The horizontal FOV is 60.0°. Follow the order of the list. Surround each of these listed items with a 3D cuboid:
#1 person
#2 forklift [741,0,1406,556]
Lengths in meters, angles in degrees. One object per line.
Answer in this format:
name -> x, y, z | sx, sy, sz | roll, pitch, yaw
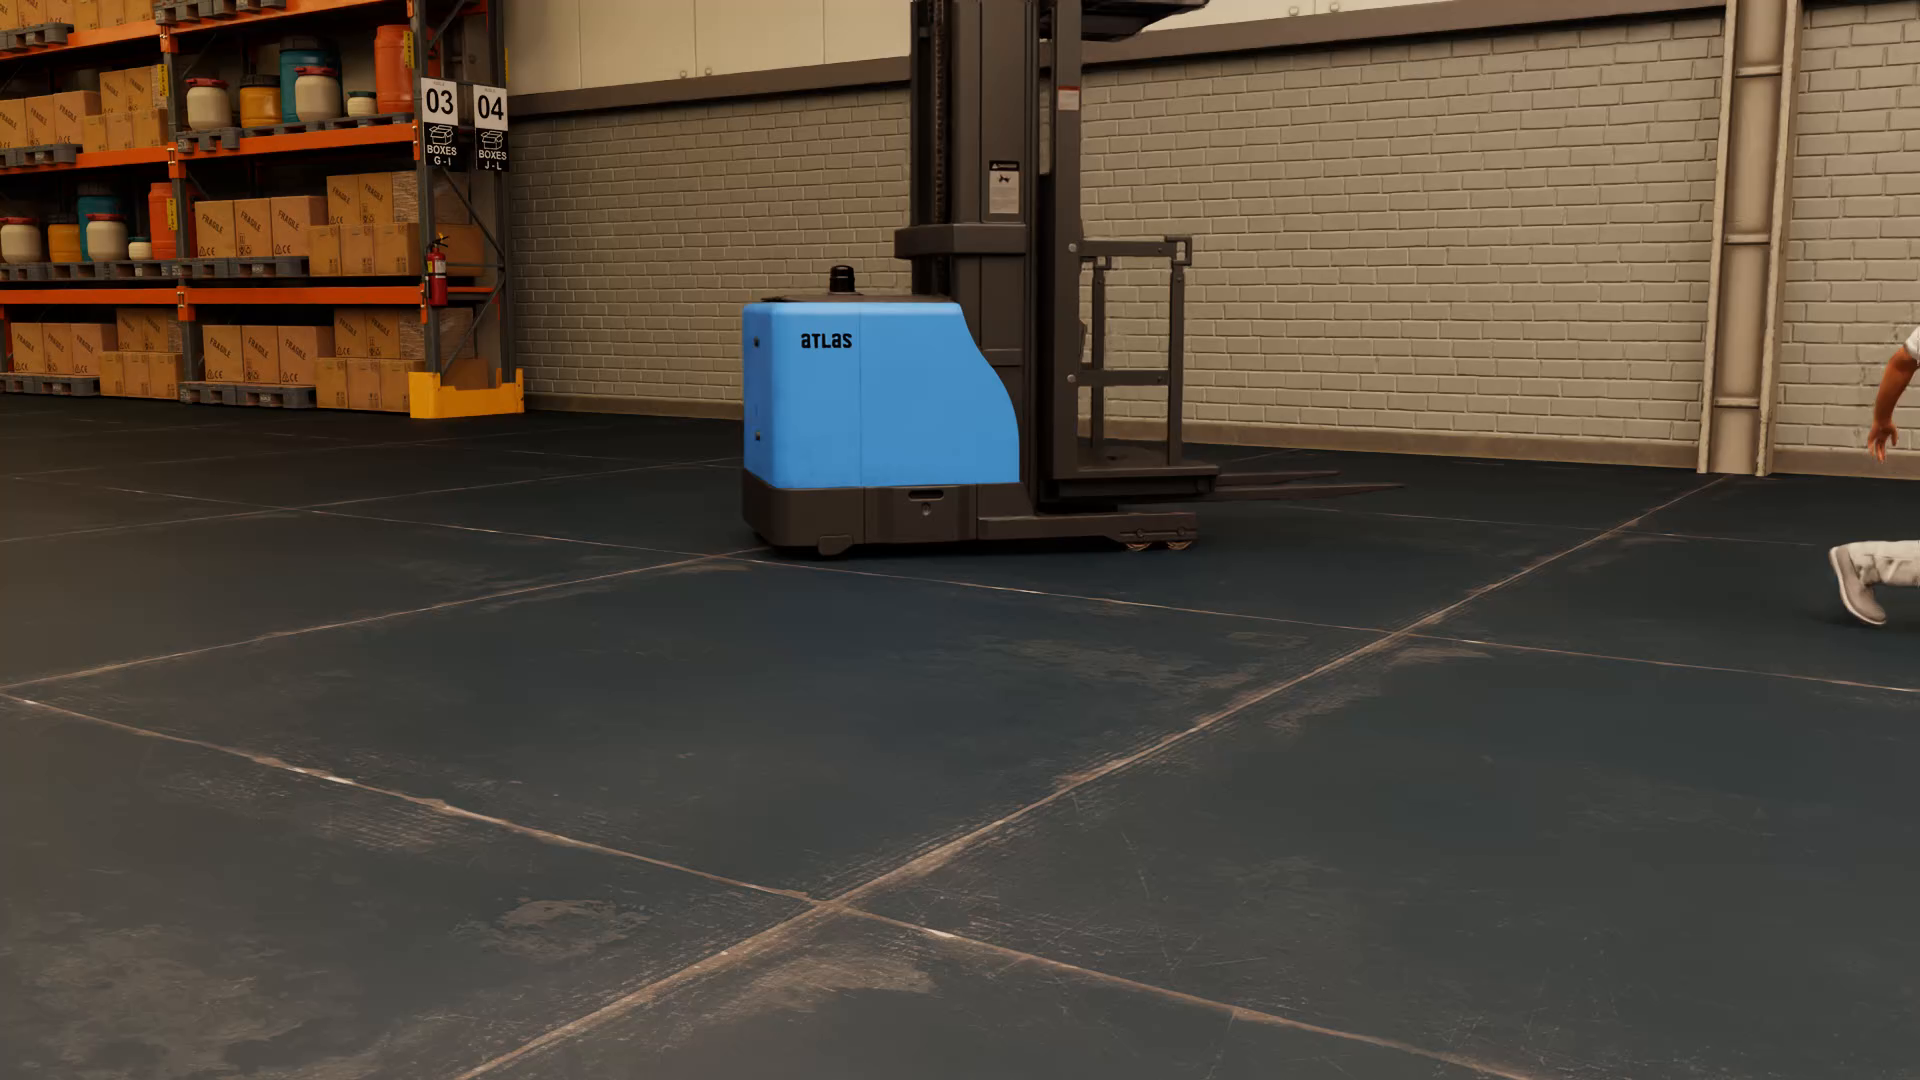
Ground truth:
person -> 3.348, -0.361, 5.366 | 0.915, 1.433, 0.660 | 3, 9, 22
forklift -> 0.556, -1.476, 7.573 | 3.031, 2.935, 1.130 | -2, 8, -15
